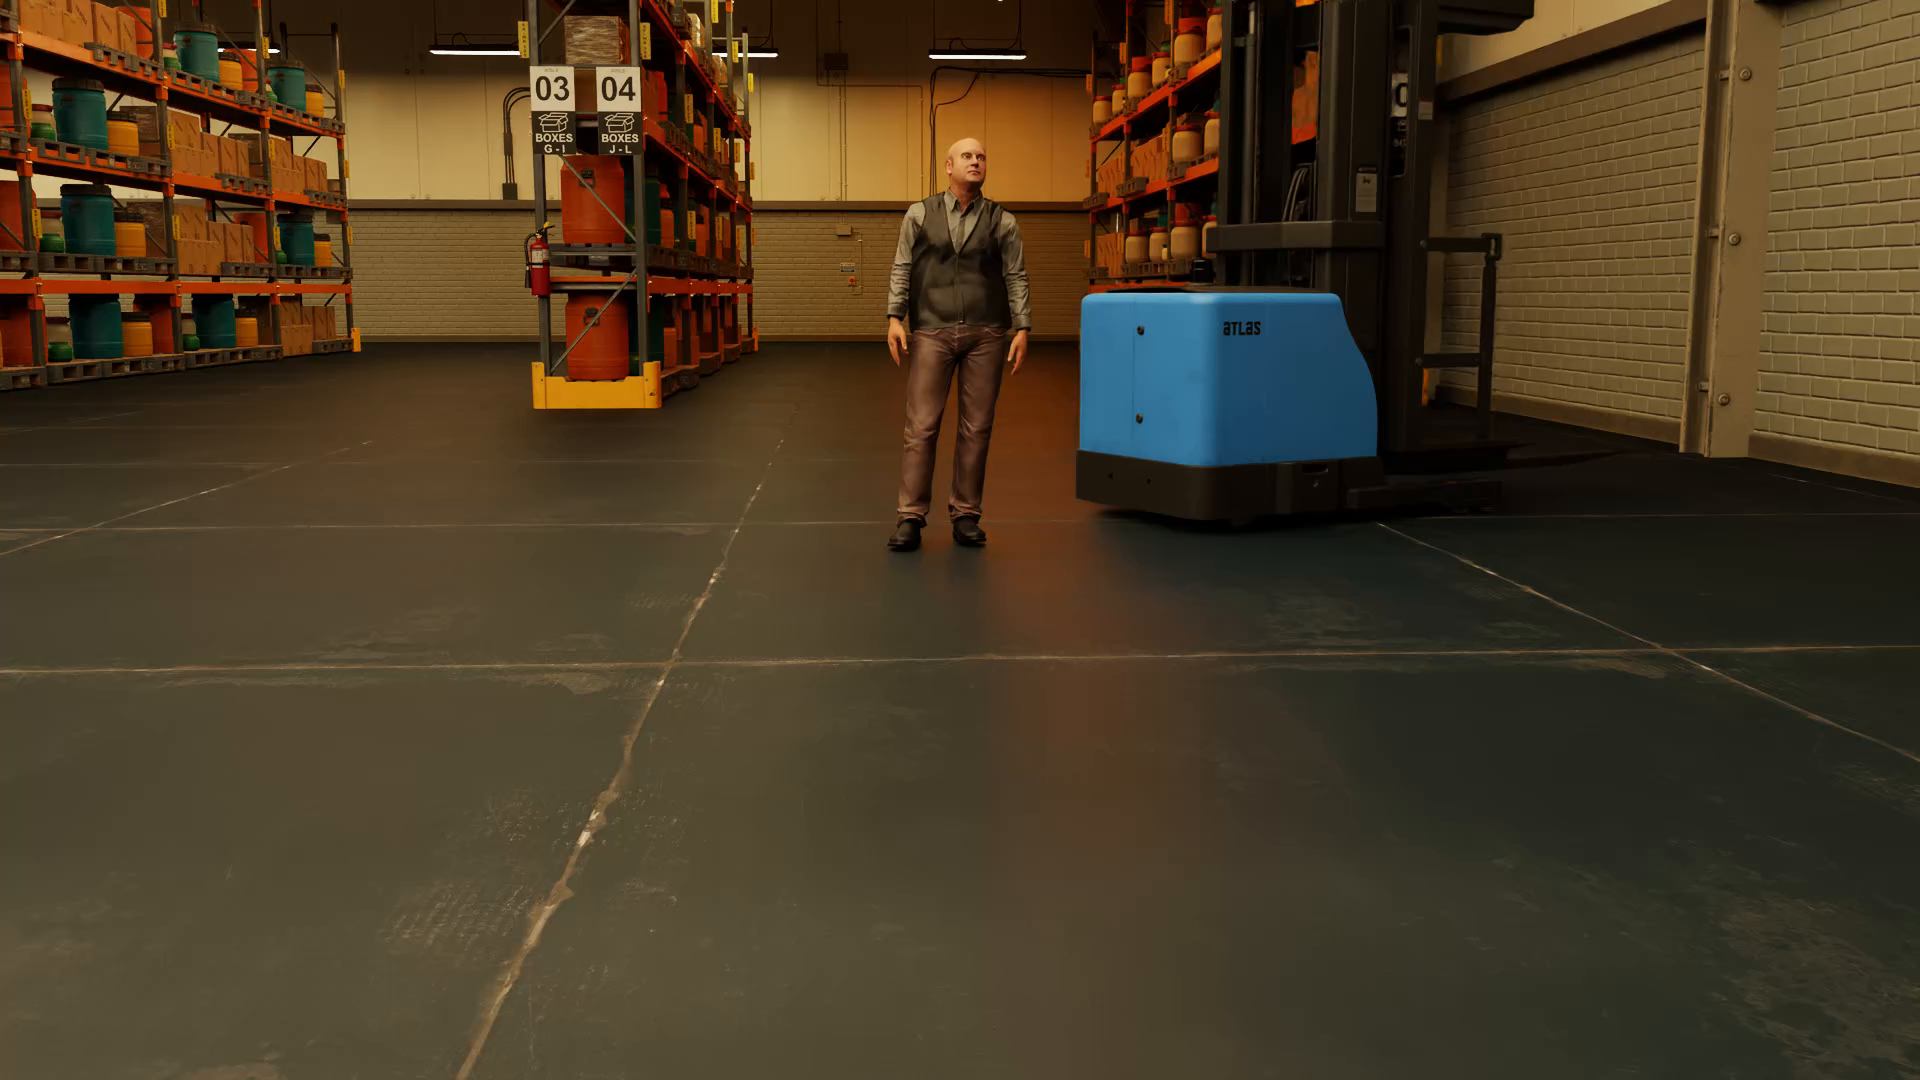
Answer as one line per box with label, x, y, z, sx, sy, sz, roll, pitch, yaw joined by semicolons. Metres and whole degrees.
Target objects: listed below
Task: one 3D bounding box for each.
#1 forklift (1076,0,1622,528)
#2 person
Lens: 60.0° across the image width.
forklift;2.108;-1.637;8.356;3.031;2.935;1.130;-5;10;-30
person;-0.004;-0.850;7.121;0.632;1.720;0.568;-1;8;-4
